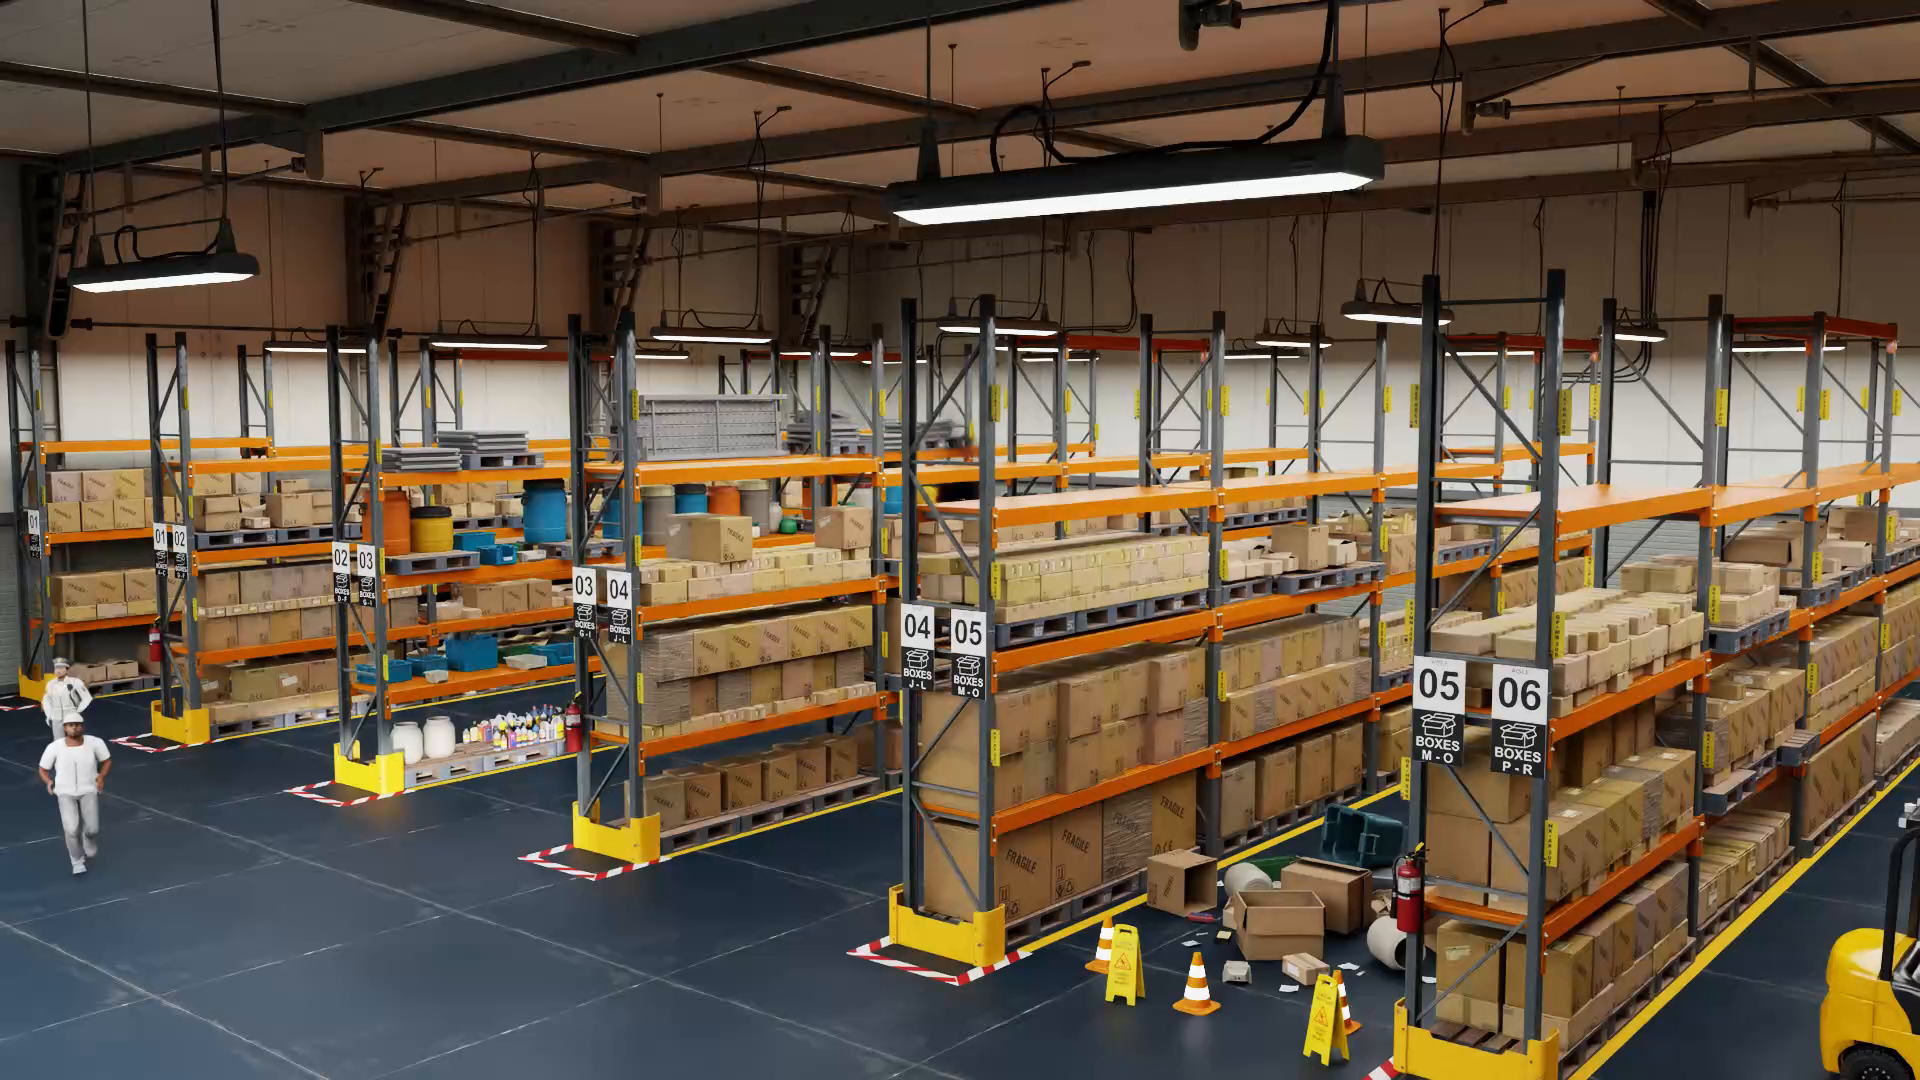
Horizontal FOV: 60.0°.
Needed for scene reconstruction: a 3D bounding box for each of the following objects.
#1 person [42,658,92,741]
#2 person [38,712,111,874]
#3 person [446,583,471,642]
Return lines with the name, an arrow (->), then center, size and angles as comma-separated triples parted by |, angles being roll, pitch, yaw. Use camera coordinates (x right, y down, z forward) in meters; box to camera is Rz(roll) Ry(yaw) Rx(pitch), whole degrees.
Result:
person -> -11.780, 2.373, 21.936 | 0.614, 1.684, 0.627 | -1, 5, -14
person -> -9.502, 2.700, 17.884 | 0.697, 1.717, 0.609 | -3, 6, -29
person -> -9.055, 1.628, 30.172 | 0.524, 1.725, 0.810 | 3, 6, 29
